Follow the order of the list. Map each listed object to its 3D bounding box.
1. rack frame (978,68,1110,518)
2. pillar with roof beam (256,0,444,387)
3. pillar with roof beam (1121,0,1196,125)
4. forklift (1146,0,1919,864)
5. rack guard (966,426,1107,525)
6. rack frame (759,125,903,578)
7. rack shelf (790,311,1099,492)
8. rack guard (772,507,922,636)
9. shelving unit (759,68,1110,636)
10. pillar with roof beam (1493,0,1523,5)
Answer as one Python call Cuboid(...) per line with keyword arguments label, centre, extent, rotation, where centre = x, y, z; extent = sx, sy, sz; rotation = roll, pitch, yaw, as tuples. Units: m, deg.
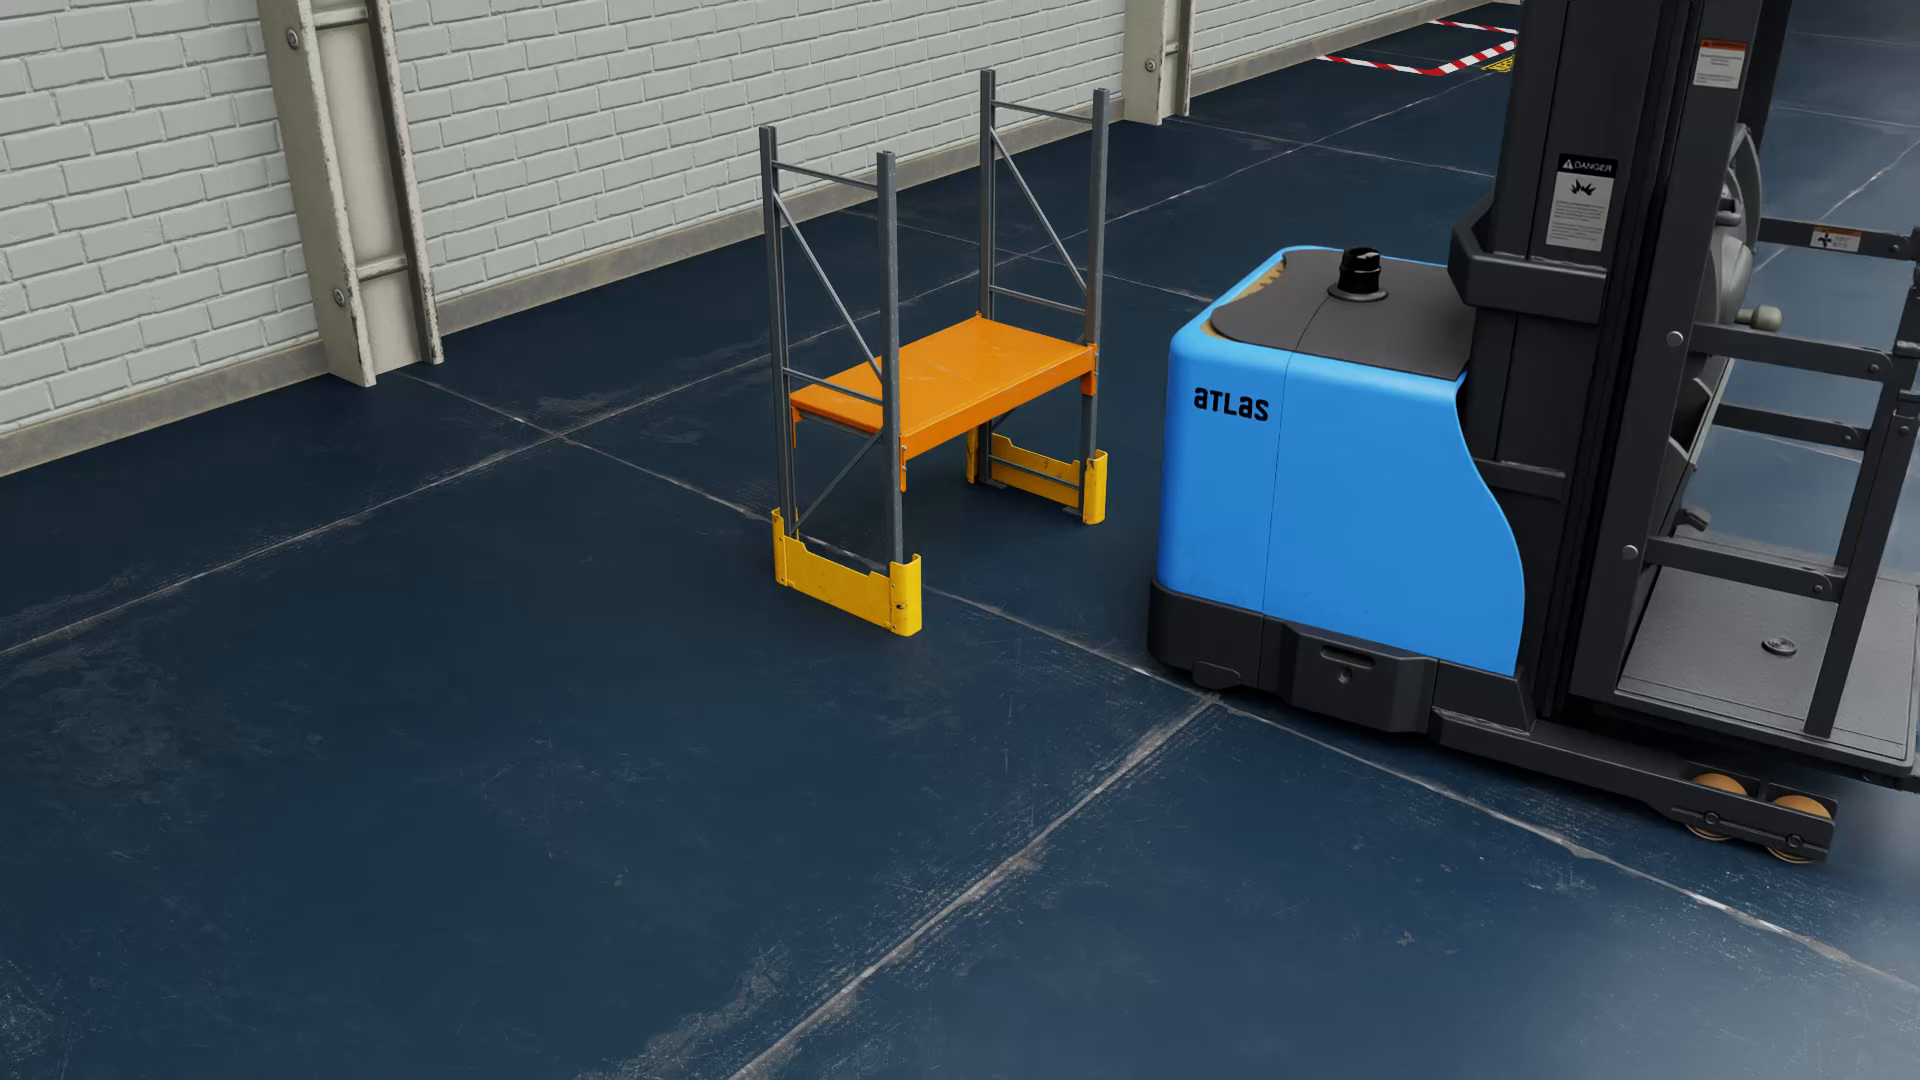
Cuboid(label="rack frame", centre=(0.269, -0.816, 5.695), extent=(0.500, 1.500, 0.032), rotation=(21, 34, 34))
Cuboid(label="pillar with roof beam", centre=(0.830, -3.495, 2.711), extent=(9.100, 9.000, 0.400), rotation=(21, 34, 34))
Cuboid(label="pillar with roof beam", centre=(4.646, -5.622, 6.824), extent=(9.100, 9.000, 0.400), rotation=(21, 34, 34))
Cuboid(label="forklift", centre=(2.098, -0.769, 4.047), extent=(3.031, 2.935, 1.130), rotation=(14, 31, 25))
Cuboid(label="rack guard", centre=(0.268, -0.261, 5.982), extent=(0.587, 0.250, 0.087), rotation=(21, 34, 34))
Cuboid(label="rack frame", centre=(-0.378, -0.456, 4.999), extent=(0.500, 1.500, 0.032), rotation=(21, 34, 34))
Cuboid(label="rack shelf", centre=(-0.054, -0.476, 5.430), extent=(0.538, 0.185, 1.000), rotation=(21, 34, 34))
Cuboid(label="rack guard", centre=(-0.365, 0.093, 5.299), extent=(0.587, 0.250, 0.087), rotation=(21, 34, 34))
Cuboid(label="shelving unit", centre=(-0.048, -0.639, 5.353), extent=(0.587, 1.500, 1.083), rotation=(21, 34, 34))
Cuboid(label="pillar with roof beam", centre=(8.463, -7.749, 10.936), extent=(9.100, 9.000, 0.400), rotation=(21, 34, 34))
